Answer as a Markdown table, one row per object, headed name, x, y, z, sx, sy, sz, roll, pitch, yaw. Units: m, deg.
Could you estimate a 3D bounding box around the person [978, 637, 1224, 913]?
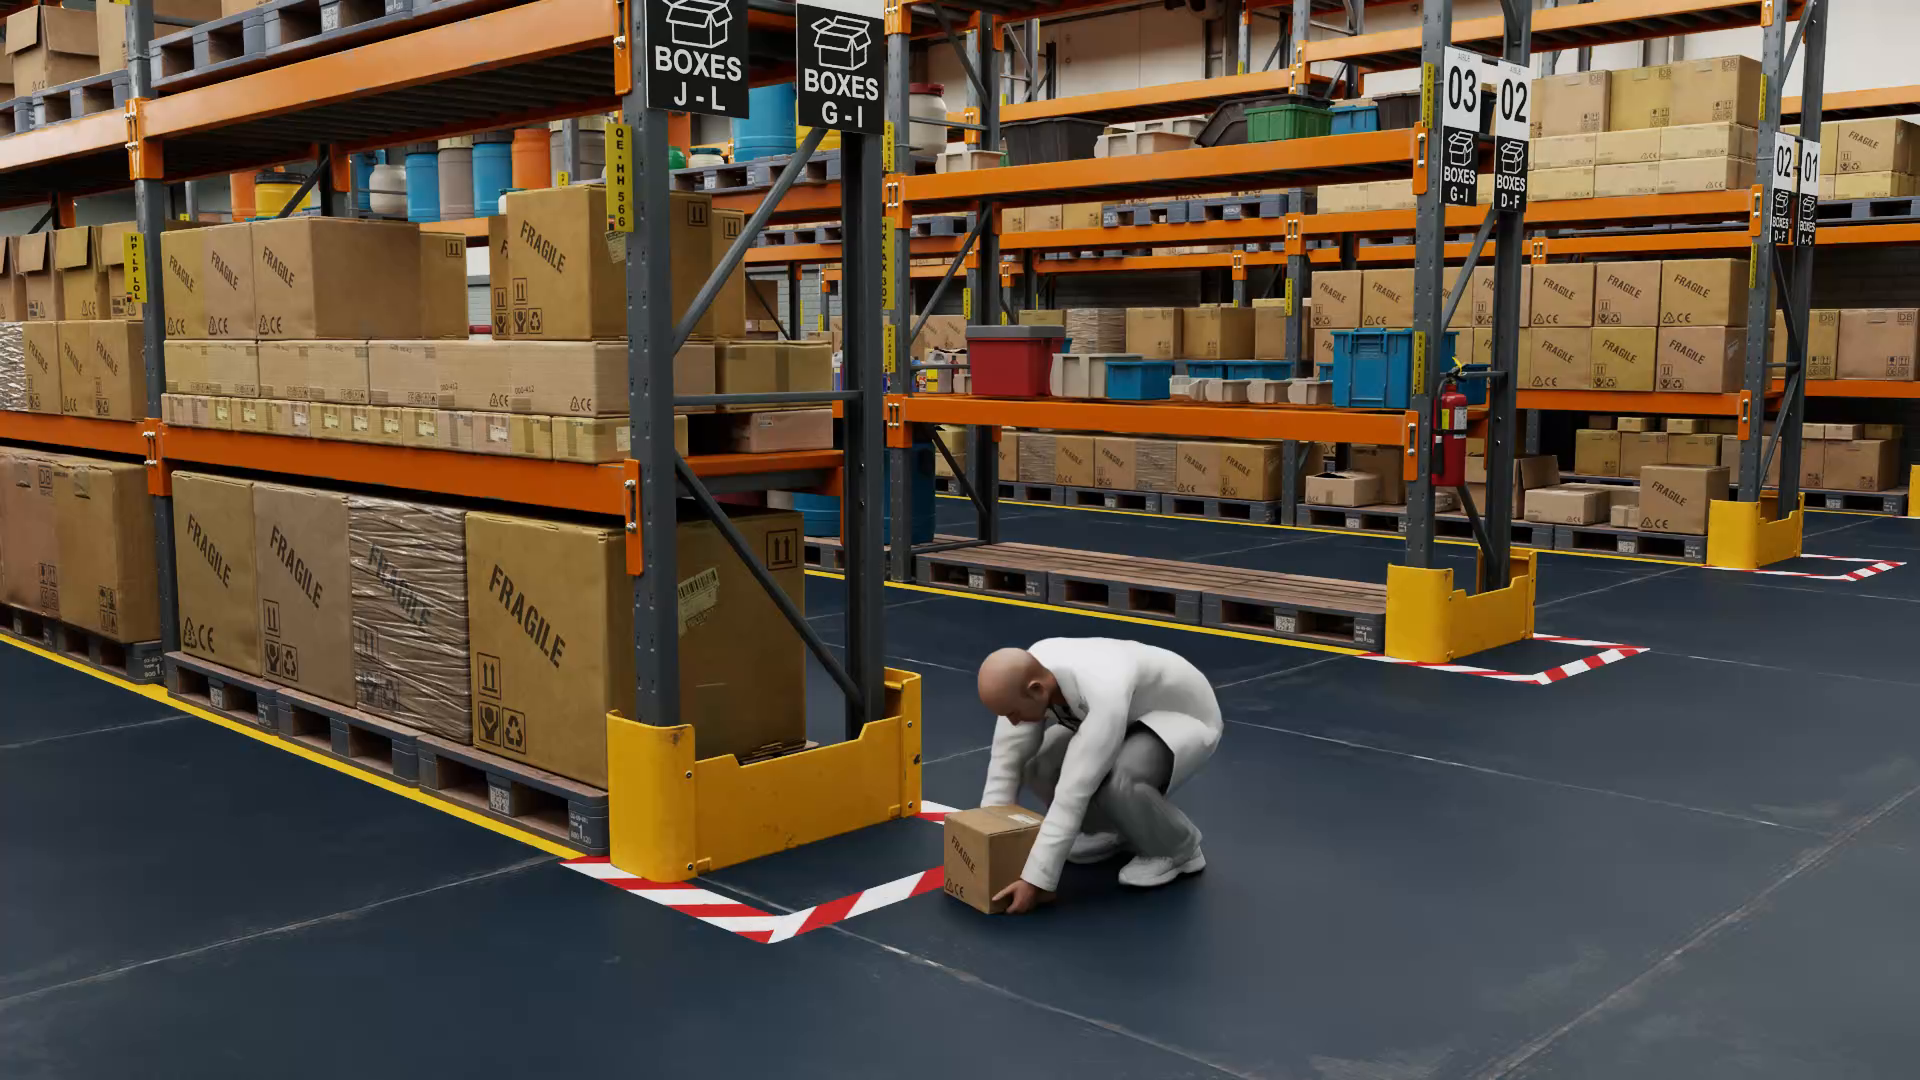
| name | x | y | z | sx | sy | sz | roll | pitch | yaw |
| --- | --- | --- | --- | --- | --- | --- | --- | --- | --- |
| person | 0.421 | 0.704 | 5.269 | 0.945 | 0.825 | 0.578 | -5 | 8 | -33 |
